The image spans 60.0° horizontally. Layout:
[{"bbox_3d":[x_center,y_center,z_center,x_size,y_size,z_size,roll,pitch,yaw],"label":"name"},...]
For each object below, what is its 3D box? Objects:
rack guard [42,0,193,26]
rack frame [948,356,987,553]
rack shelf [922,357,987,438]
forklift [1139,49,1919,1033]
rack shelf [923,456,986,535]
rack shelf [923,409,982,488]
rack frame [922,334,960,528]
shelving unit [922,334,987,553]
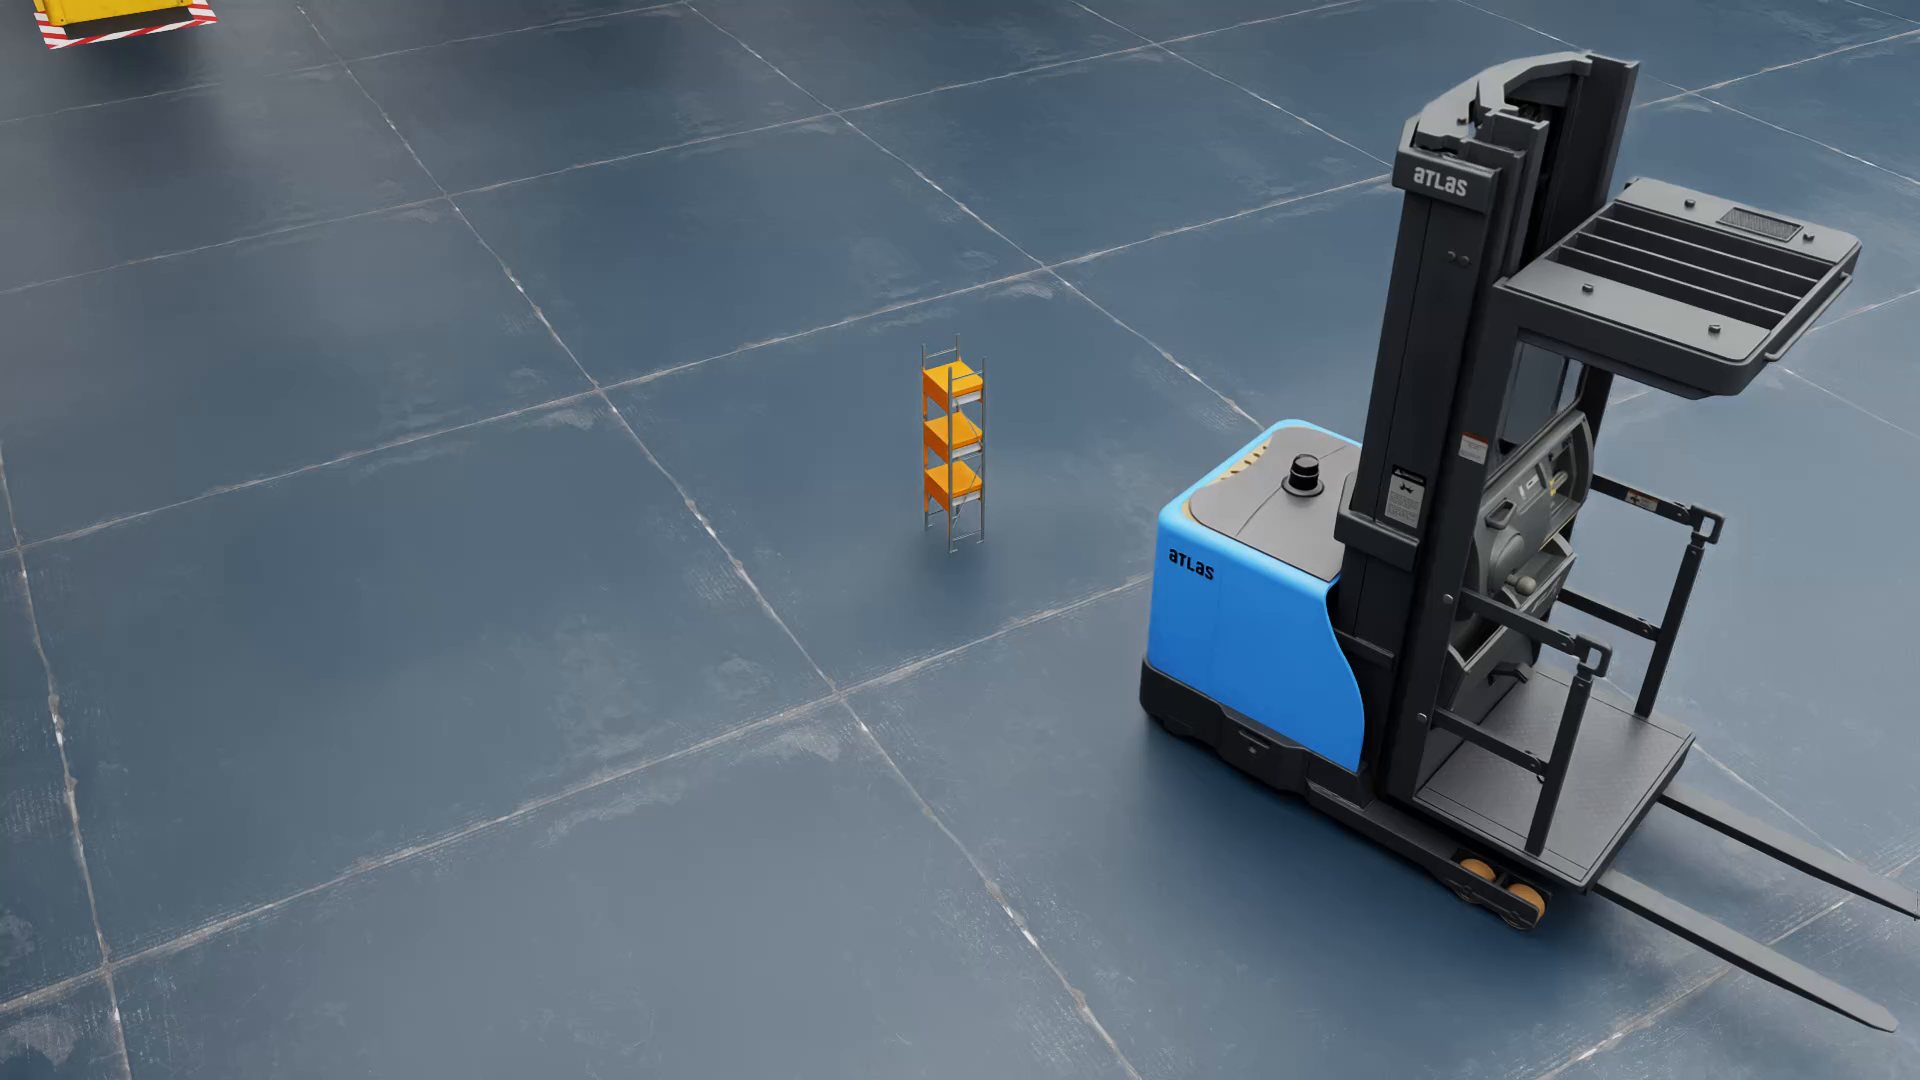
[{"bbox_3d":[-7.387,-4.872,14.497,1.175,0.500,0.348,-19,40,-24],"label":"rack guard"},{"bbox_3d":[0.034,-0.389,7.893,0.200,1.050,0.008,-19,40,-24],"label":"rack frame"},{"bbox_3d":[-0.027,-0.672,7.817,0.215,0.259,0.240,-19,40,-24],"label":"rack shelf"},{"bbox_3d":[2.219,-0.077,5.871,3.031,2.935,1.130,27,44,32],"label":"forklift"},{"bbox_3d":[-0.027,-0.218,8.148,0.215,0.259,0.240,-19,40,-24],"label":"rack shelf"},{"bbox_3d":[-0.027,-0.443,7.984,0.215,0.259,0.240,-19,40,-24],"label":"rack shelf"},{"bbox_3d":[-0.088,-0.513,8.063,0.200,1.050,0.008,-19,40,-24],"label":"rack frame"},{"bbox_3d":[-0.027,-0.451,7.978,0.215,1.050,0.252,-19,40,-24],"label":"shelving unit"}]
